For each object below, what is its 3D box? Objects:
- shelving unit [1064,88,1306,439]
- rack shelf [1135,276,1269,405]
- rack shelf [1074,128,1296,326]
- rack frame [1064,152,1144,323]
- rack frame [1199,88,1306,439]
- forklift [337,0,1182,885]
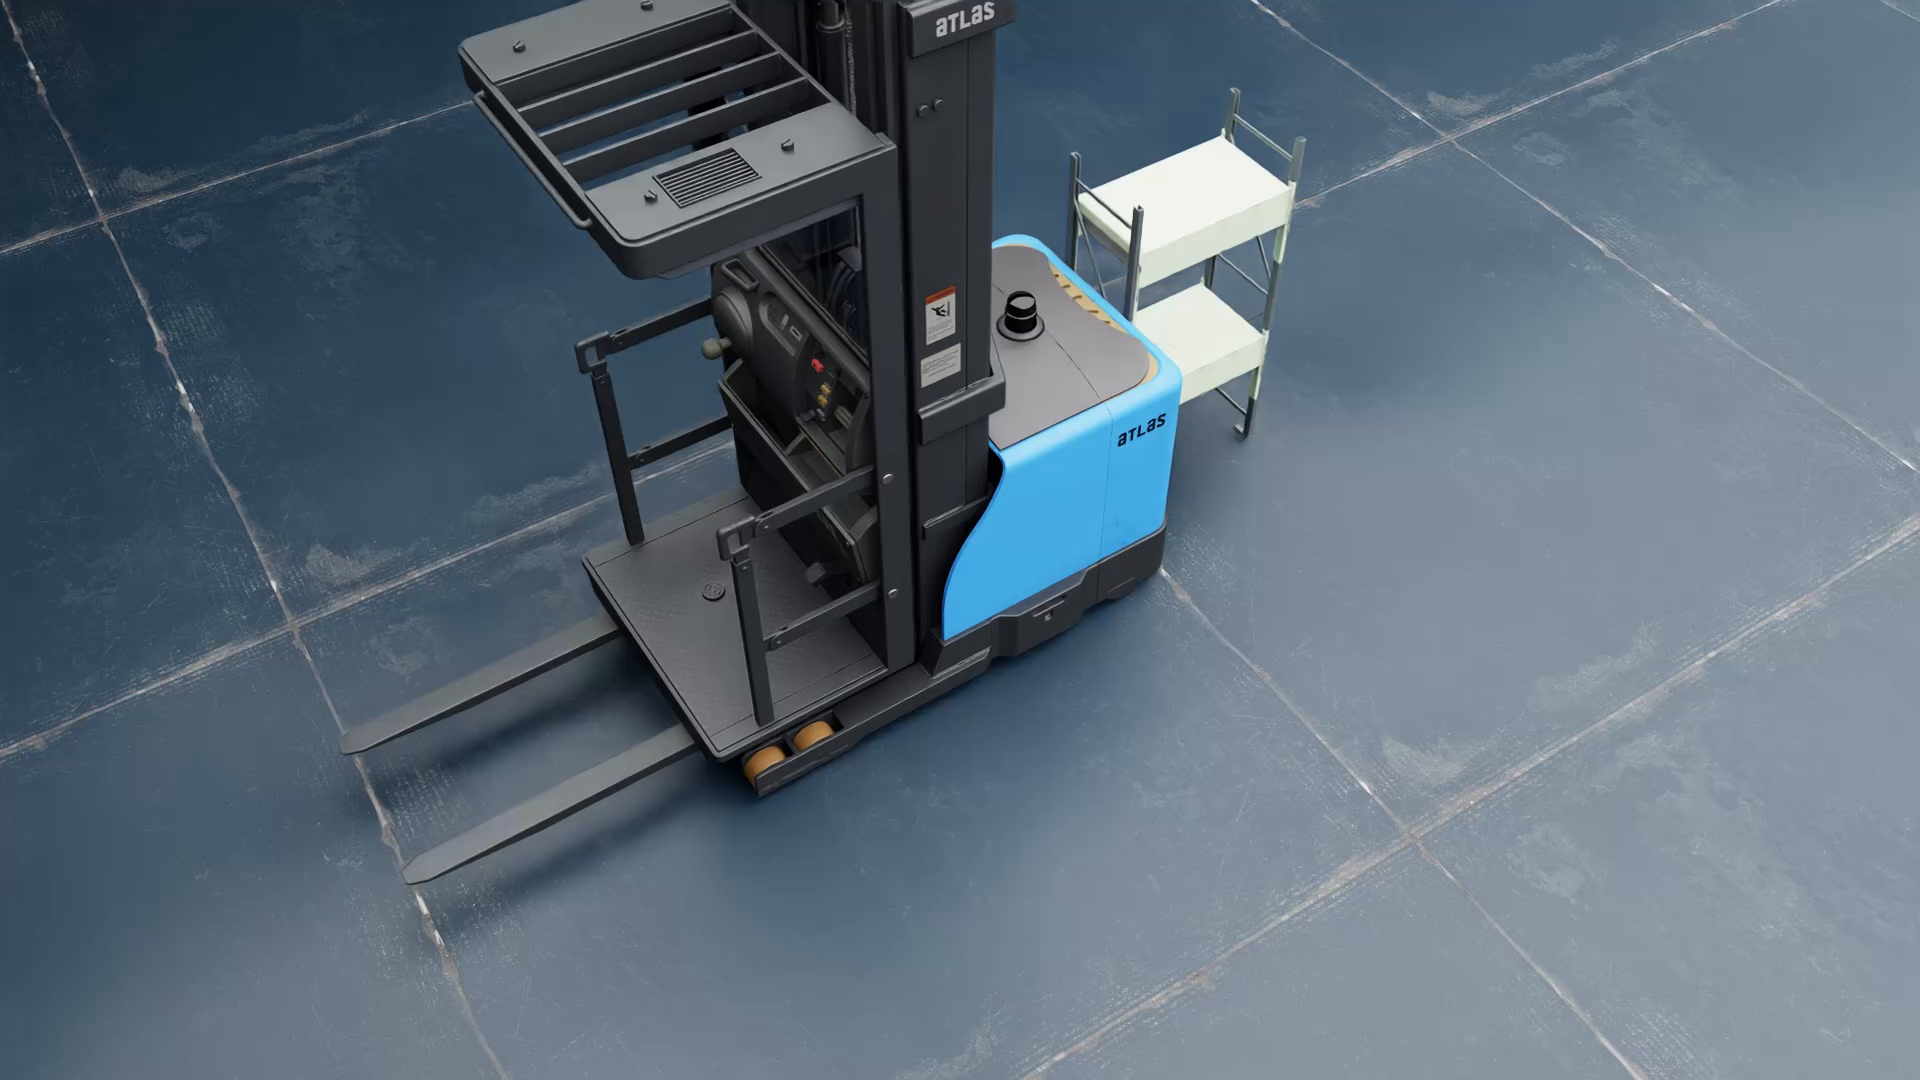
[{"bbox_3d":[0.818,-0.905,6.497,0.755,1.500,0.431,-26,53,-22],"label":"shelving unit"},{"bbox_3d":[0.818,-0.688,6.741,0.720,0.370,0.431,-26,53,-22],"label":"rack shelf"},{"bbox_3d":[0.818,-1.165,6.206,0.720,0.370,0.431,-26,53,-22],"label":"rack shelf"},{"bbox_3d":[0.513,-0.754,6.363,0.023,1.500,0.400,-26,53,-22],"label":"rack frame"},{"bbox_3d":[1.123,-1.056,6.632,0.023,1.500,0.400,-26,53,-22],"label":"rack frame"},{"bbox_3d":[-0.717,-0.538,5.212,3.031,2.935,1.130,-26,53,-22],"label":"forklift"}]
